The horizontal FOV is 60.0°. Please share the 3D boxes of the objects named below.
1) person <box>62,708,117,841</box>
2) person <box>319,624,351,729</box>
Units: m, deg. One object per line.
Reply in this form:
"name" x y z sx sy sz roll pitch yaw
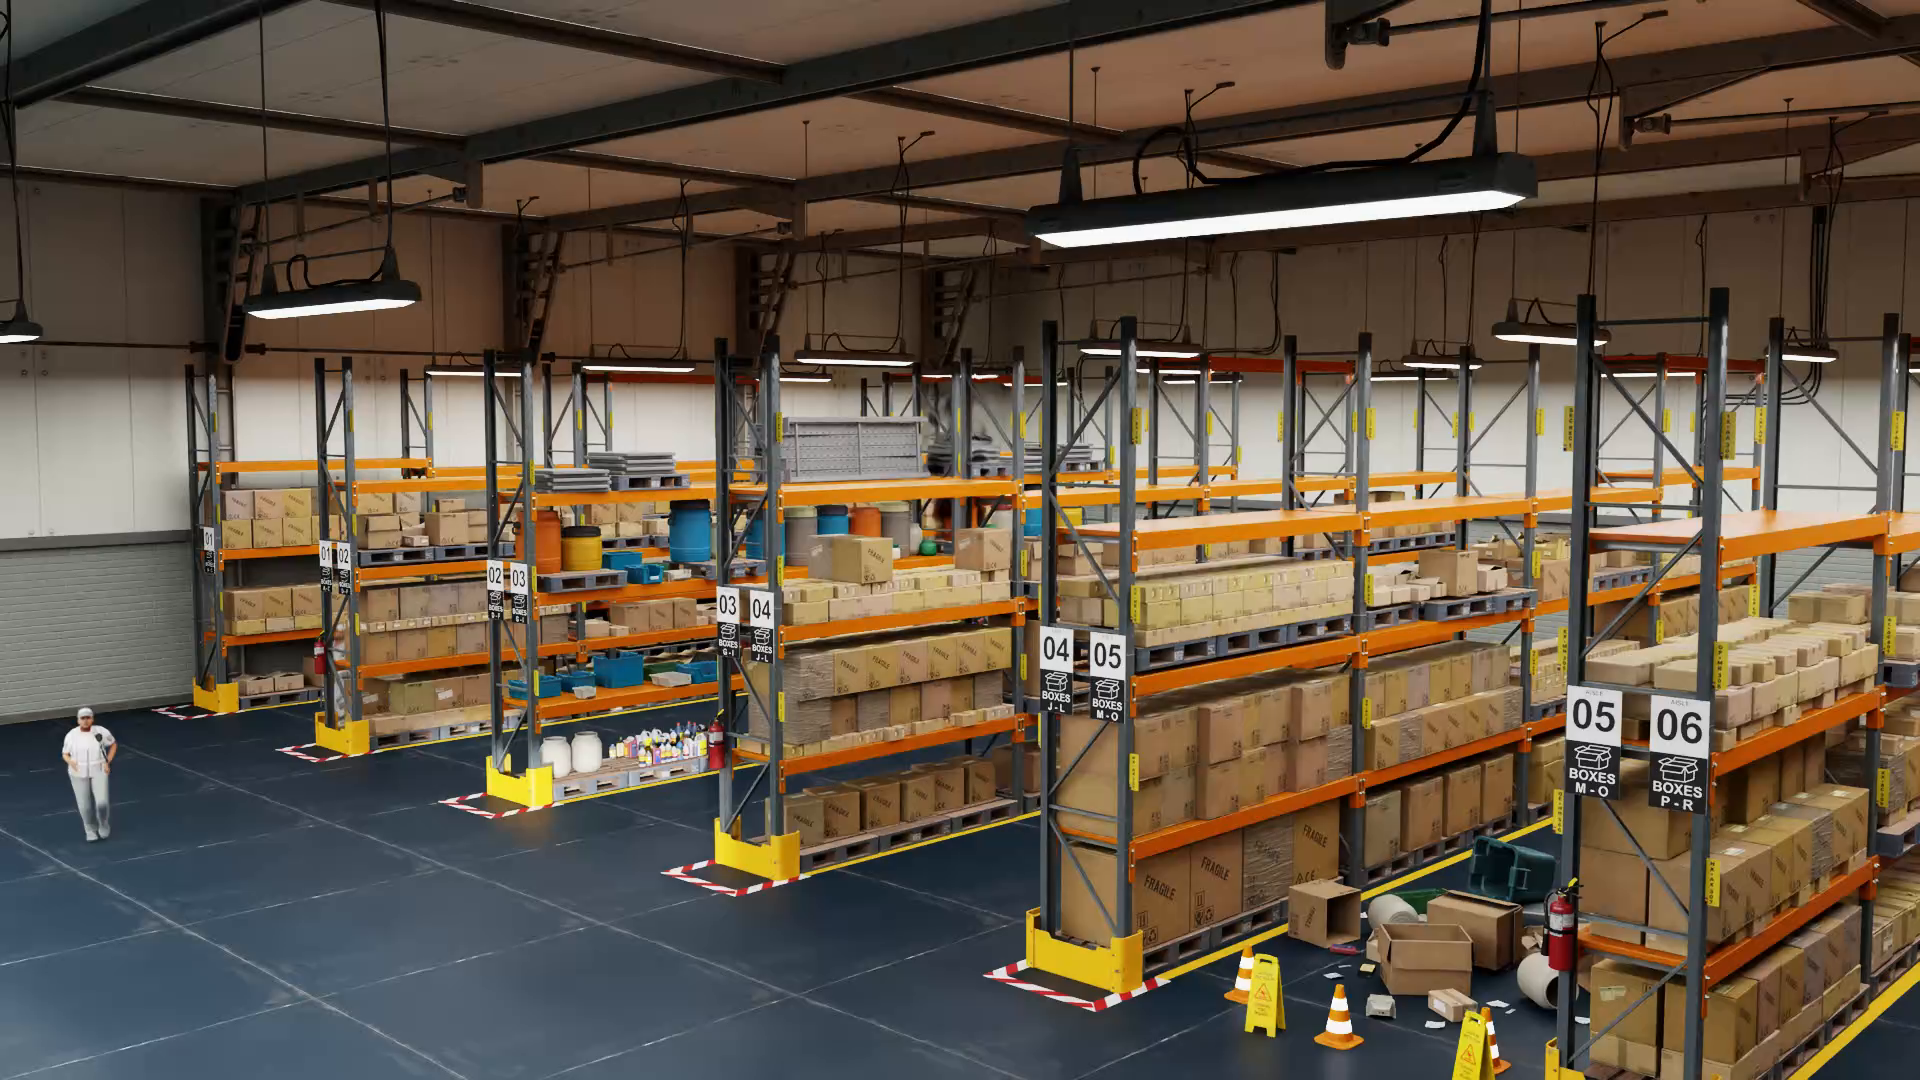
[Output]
"person" -10.427 2.818 19.933 0.579 1.623 0.575 -2 5 -25
"person" -10.085 2.230 27.067 0.662 1.740 0.604 3 5 34
